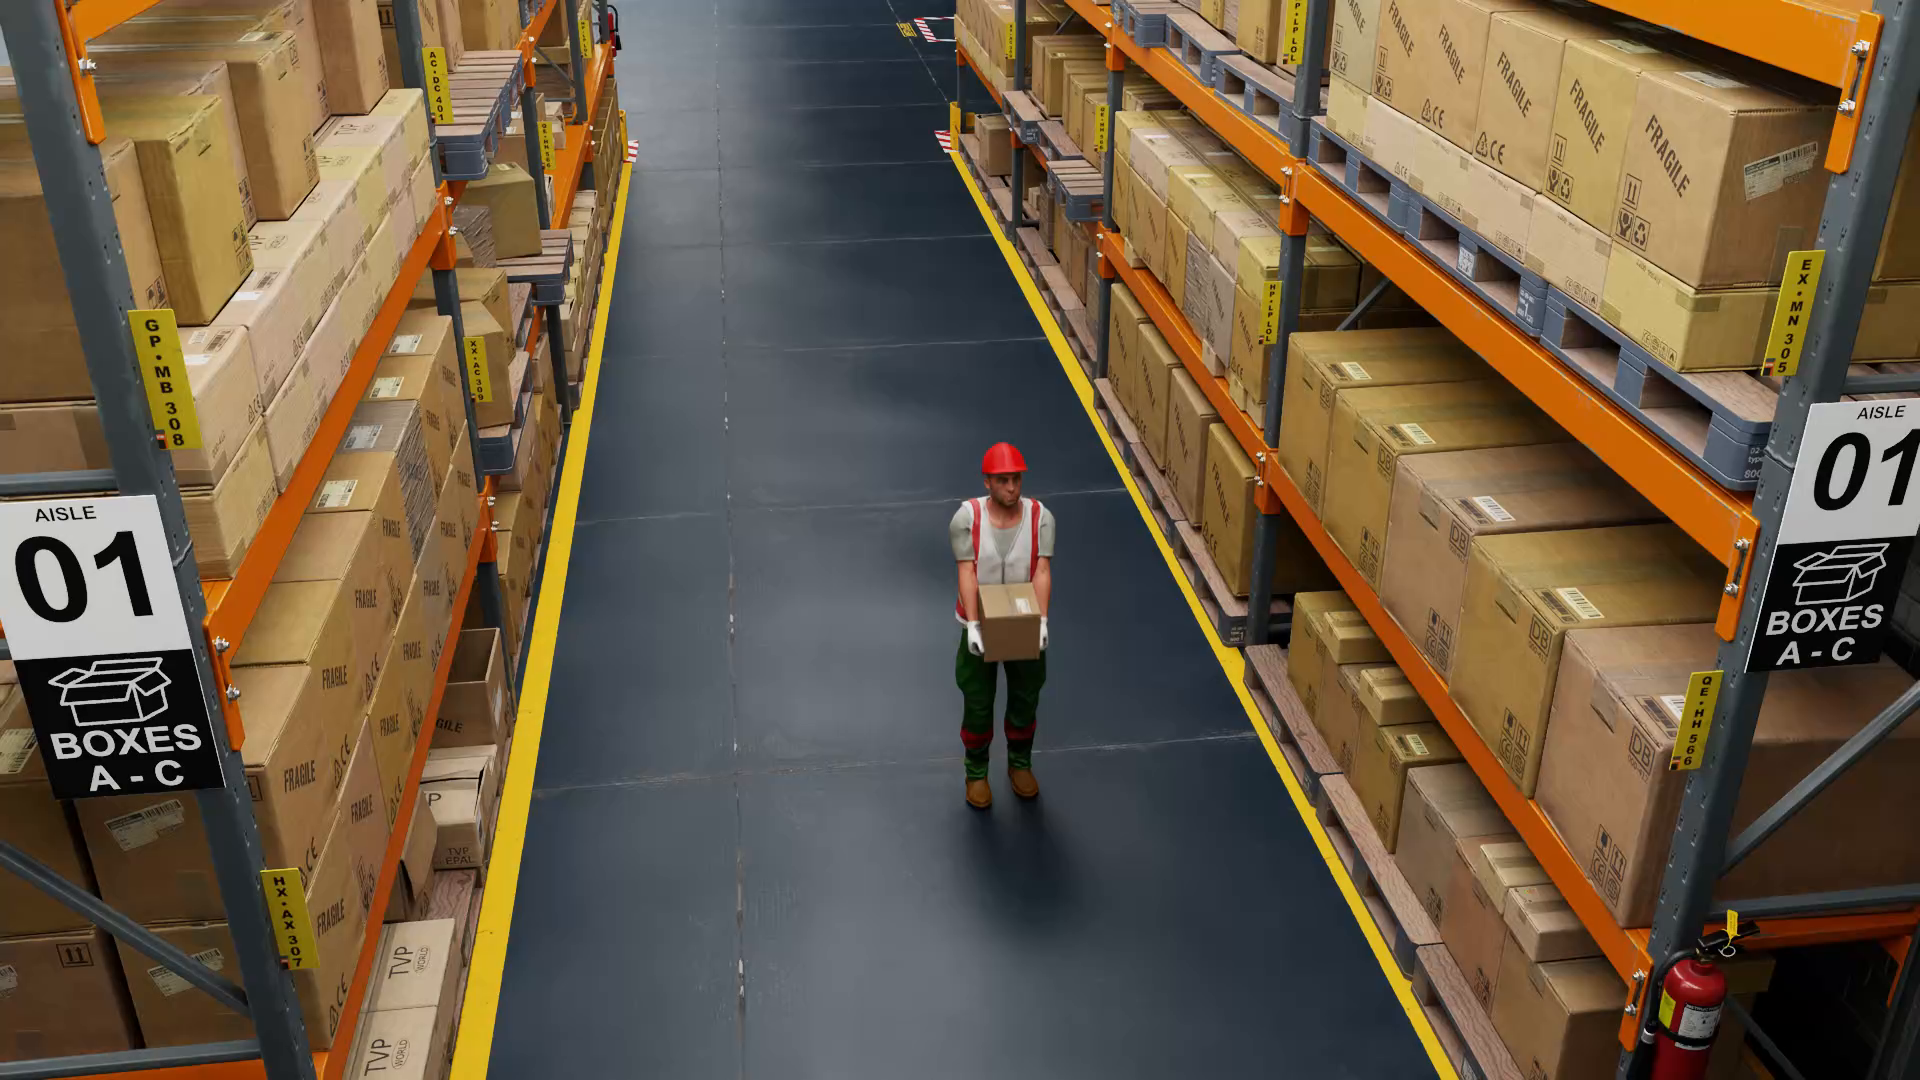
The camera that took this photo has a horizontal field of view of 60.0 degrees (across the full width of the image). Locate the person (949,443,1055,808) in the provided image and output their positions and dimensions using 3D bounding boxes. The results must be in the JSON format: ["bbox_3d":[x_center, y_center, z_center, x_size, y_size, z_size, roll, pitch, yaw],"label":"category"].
[{"bbox_3d":[0.212,0.441,7.729,0.493,1.782,0.570,-3,27,-6],"label":"person"}]
